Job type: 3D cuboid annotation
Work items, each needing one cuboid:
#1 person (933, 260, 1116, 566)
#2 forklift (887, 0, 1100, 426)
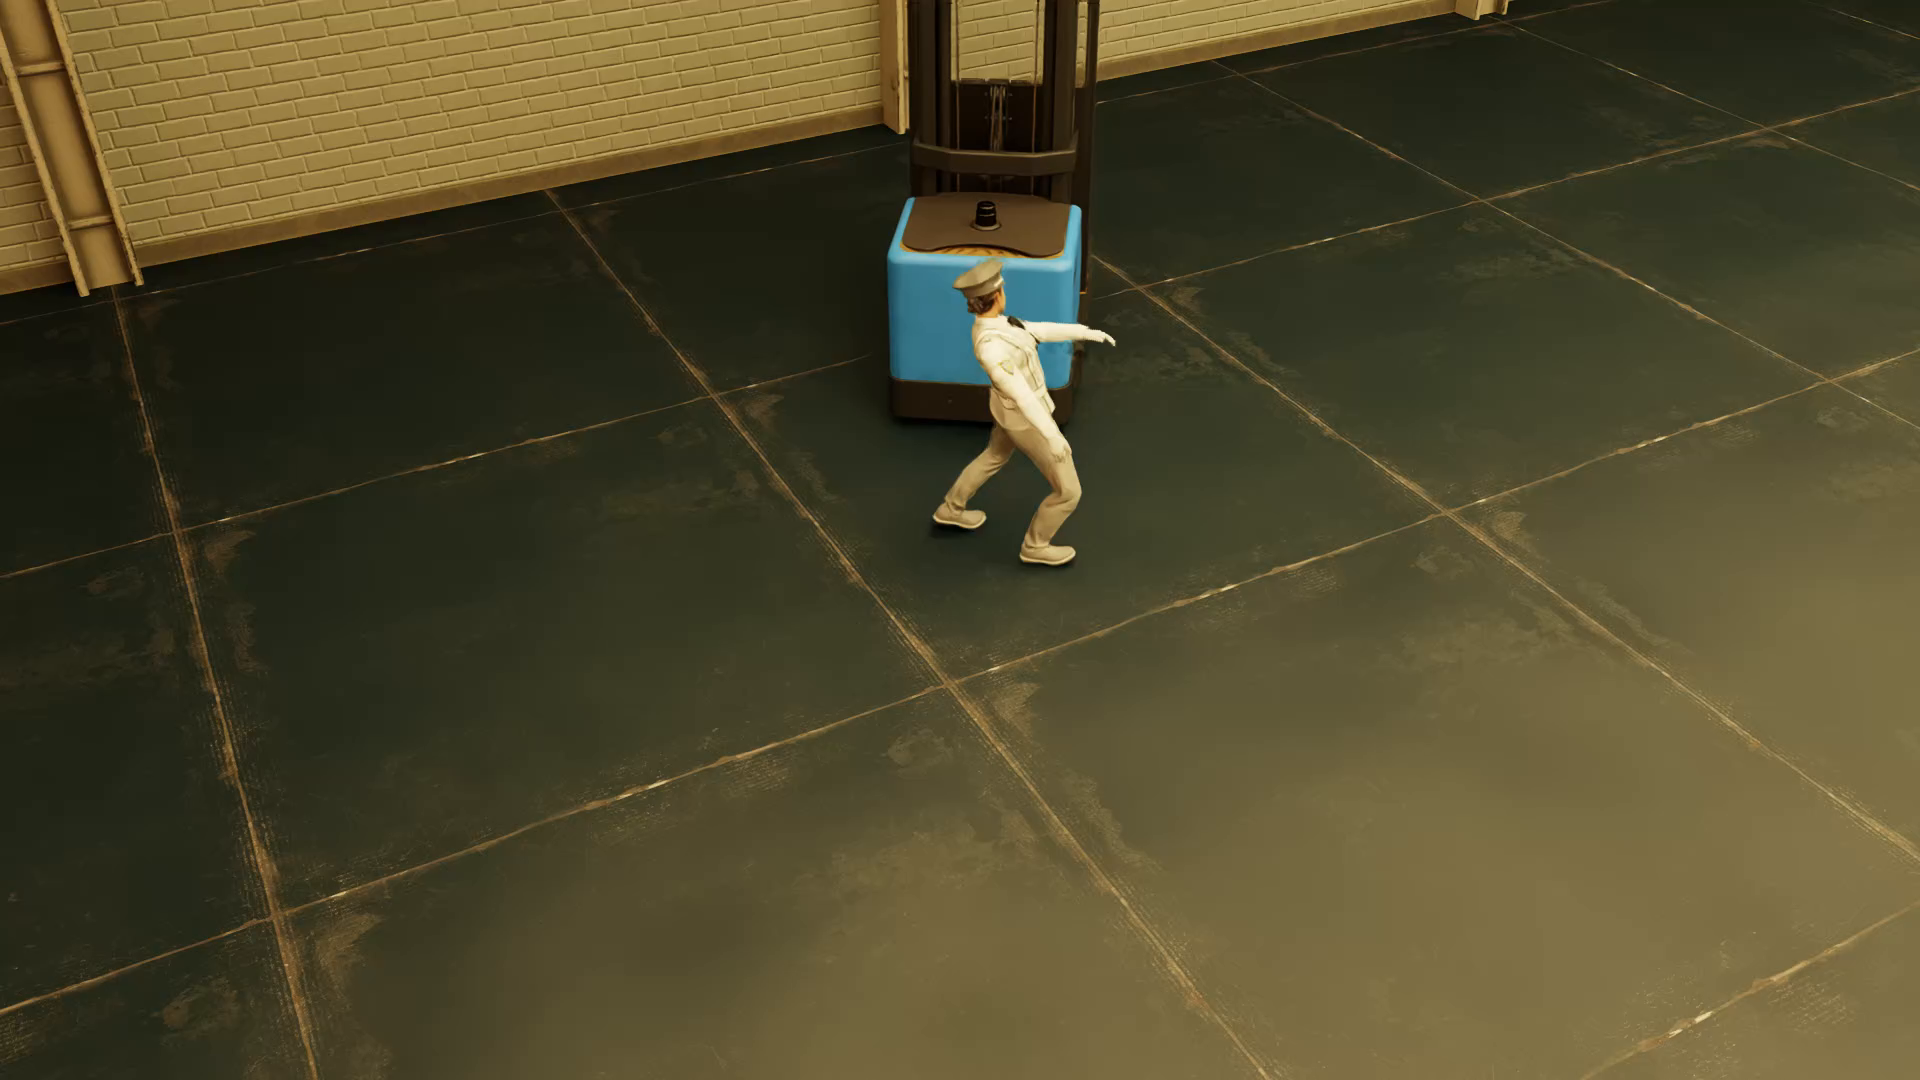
[{"bbox_3d":[0.357,-0.583,8.145,0.829,1.526,0.774,-11,37,-16],"label":"person"},{"bbox_3d":[0.274,-2.681,9.916,1.130,2.935,3.031,4,35,5],"label":"forklift"}]
